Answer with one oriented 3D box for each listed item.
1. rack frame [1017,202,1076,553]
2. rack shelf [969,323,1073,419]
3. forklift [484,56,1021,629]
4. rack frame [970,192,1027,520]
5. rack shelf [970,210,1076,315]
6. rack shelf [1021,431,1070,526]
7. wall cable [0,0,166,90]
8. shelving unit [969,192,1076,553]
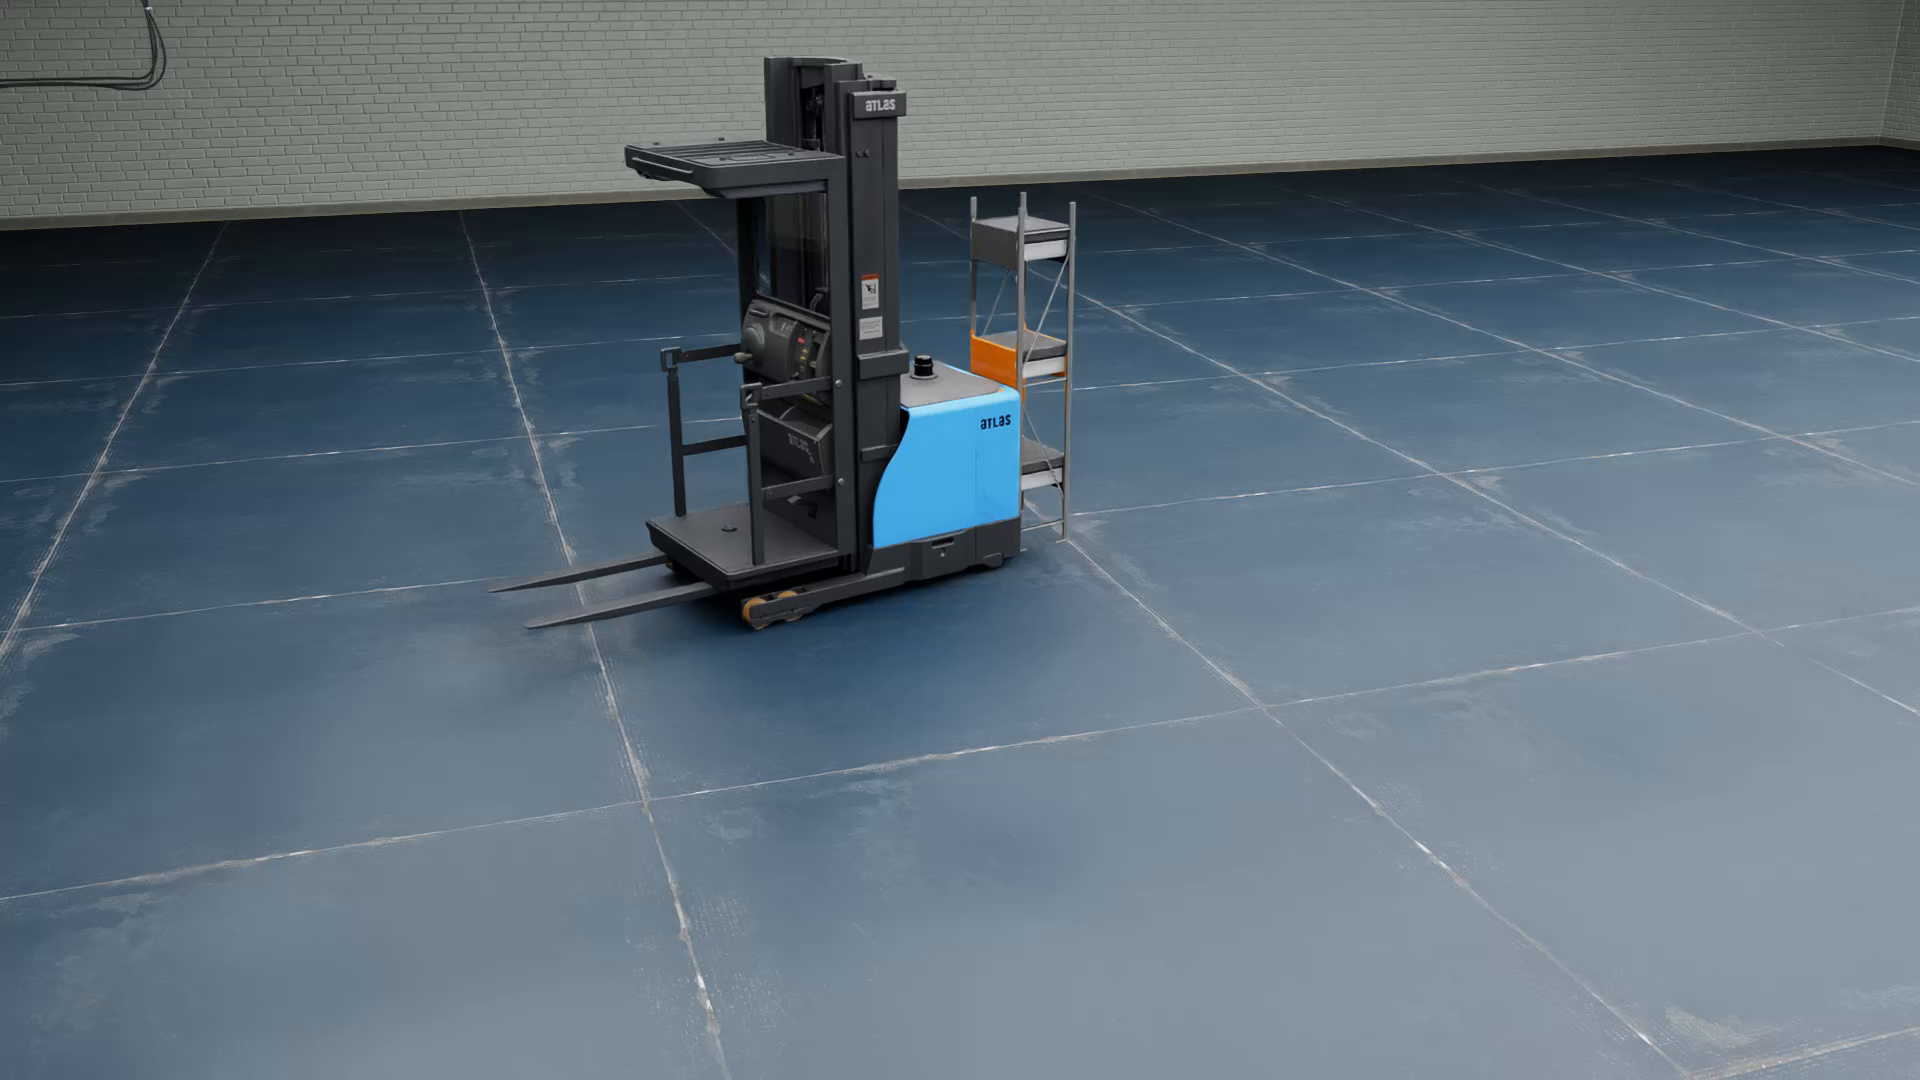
[{"bbox_3d":[0.504,-0.945,9.941,0.400,2.100,0.015,-13,23,-32],"label":"rack frame"},{"bbox_3d":[0.369,-1.000,10.136,0.431,0.518,0.480,-13,23,-32],"label":"rack shelf"},{"bbox_3d":[-1.143,-1.098,9.137,3.031,2.935,1.130,-13,23,-32],"label":"forklift"},{"bbox_3d":[0.233,-1.082,10.322,0.400,2.100,0.015,-13,23,-32],"label":"rack frame"},{"bbox_3d":[0.369,-1.659,9.899,0.431,0.518,0.480,-13,23,-32],"label":"rack shelf"},{"bbox_3d":[0.369,-0.342,10.373,0.431,0.518,0.480,-13,23,-32],"label":"rack shelf"},{"bbox_3d":[-11.754,-6.864,20.809,3.097,2.526,0.112,-6,21,-17],"label":"wall cable"},{"bbox_3d":[0.369,-1.013,10.131,0.431,2.100,0.503,-13,23,-32],"label":"shelving unit"}]
